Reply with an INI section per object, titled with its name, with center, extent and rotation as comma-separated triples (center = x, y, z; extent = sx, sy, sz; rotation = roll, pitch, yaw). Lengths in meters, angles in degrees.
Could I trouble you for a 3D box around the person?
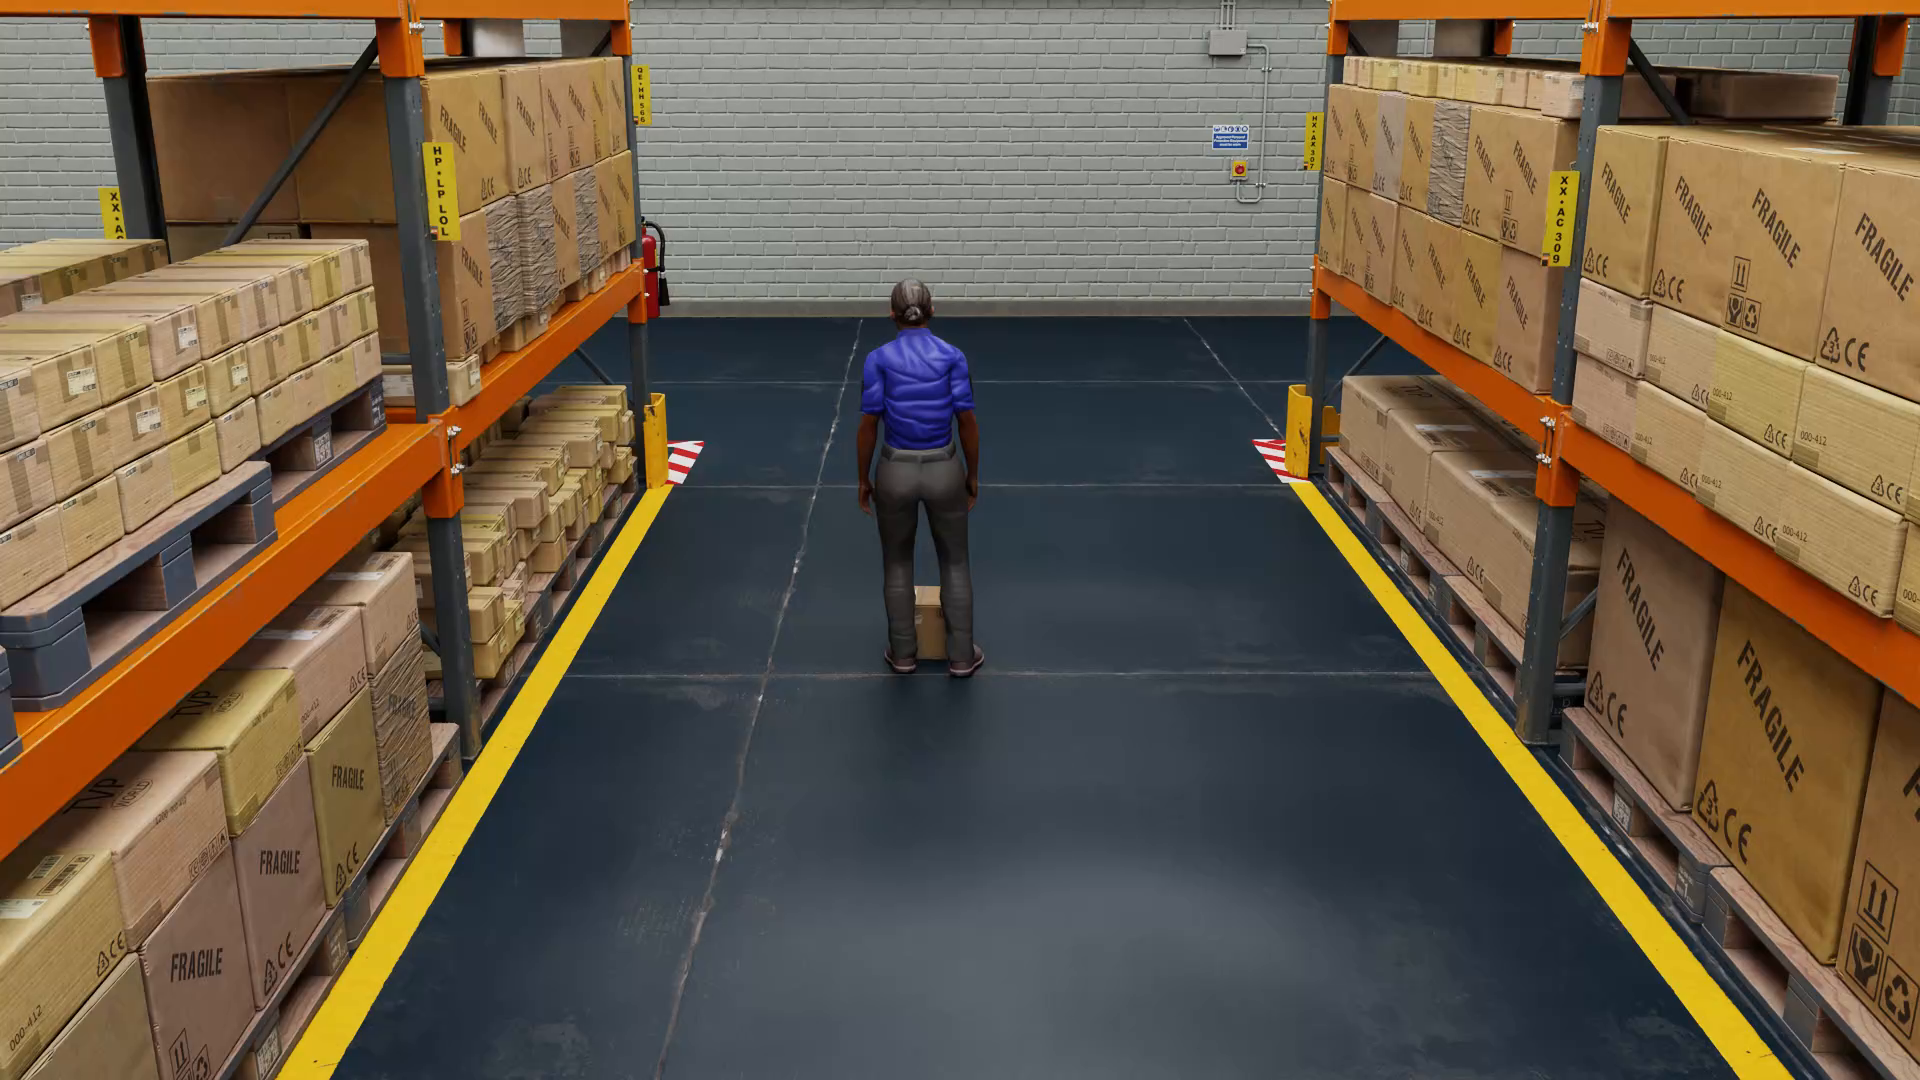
[person]
center = -0.158, -0.249, 6.855
extent = 0.532, 1.655, 0.399
rotation = -1, 17, -4
